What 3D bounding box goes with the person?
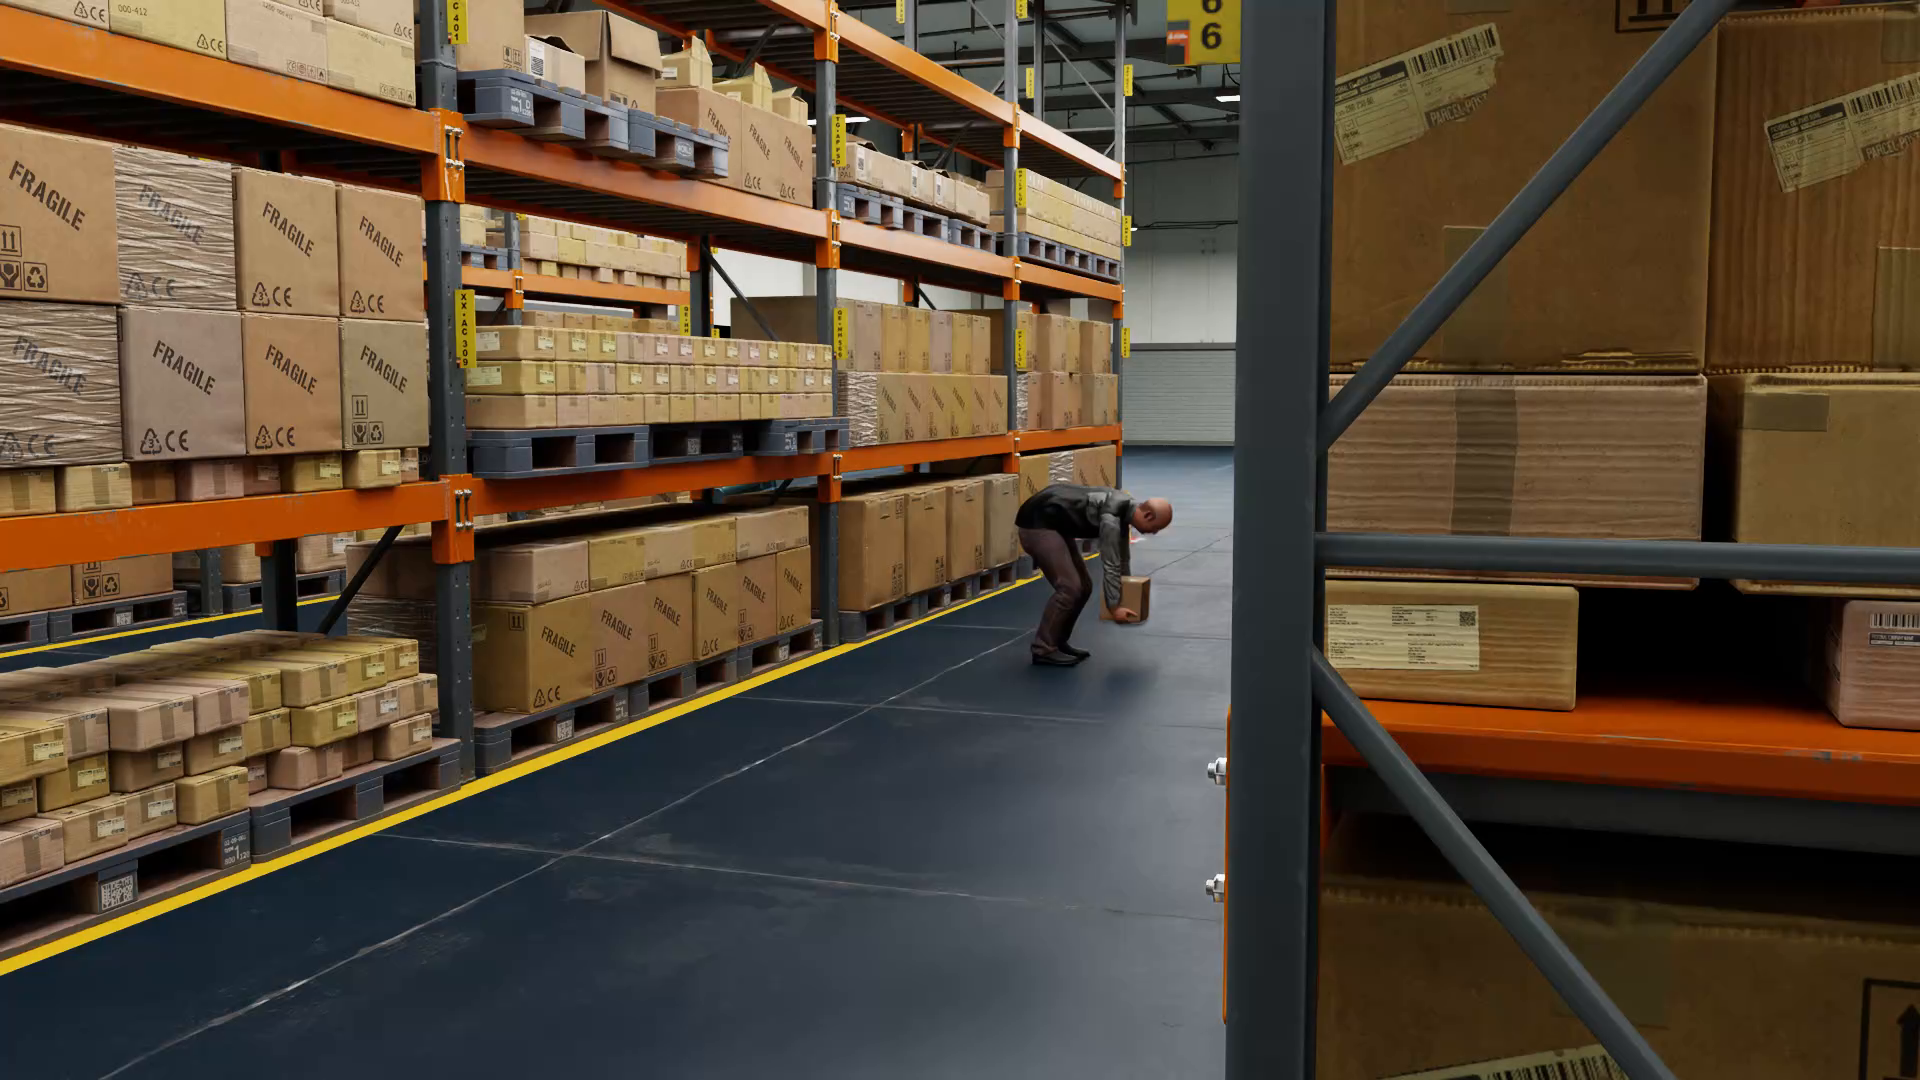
[{"bbox_3d":[0.823,0.208,10.226,0.960,1.111,0.470,2,5,17],"label":"person"}]
